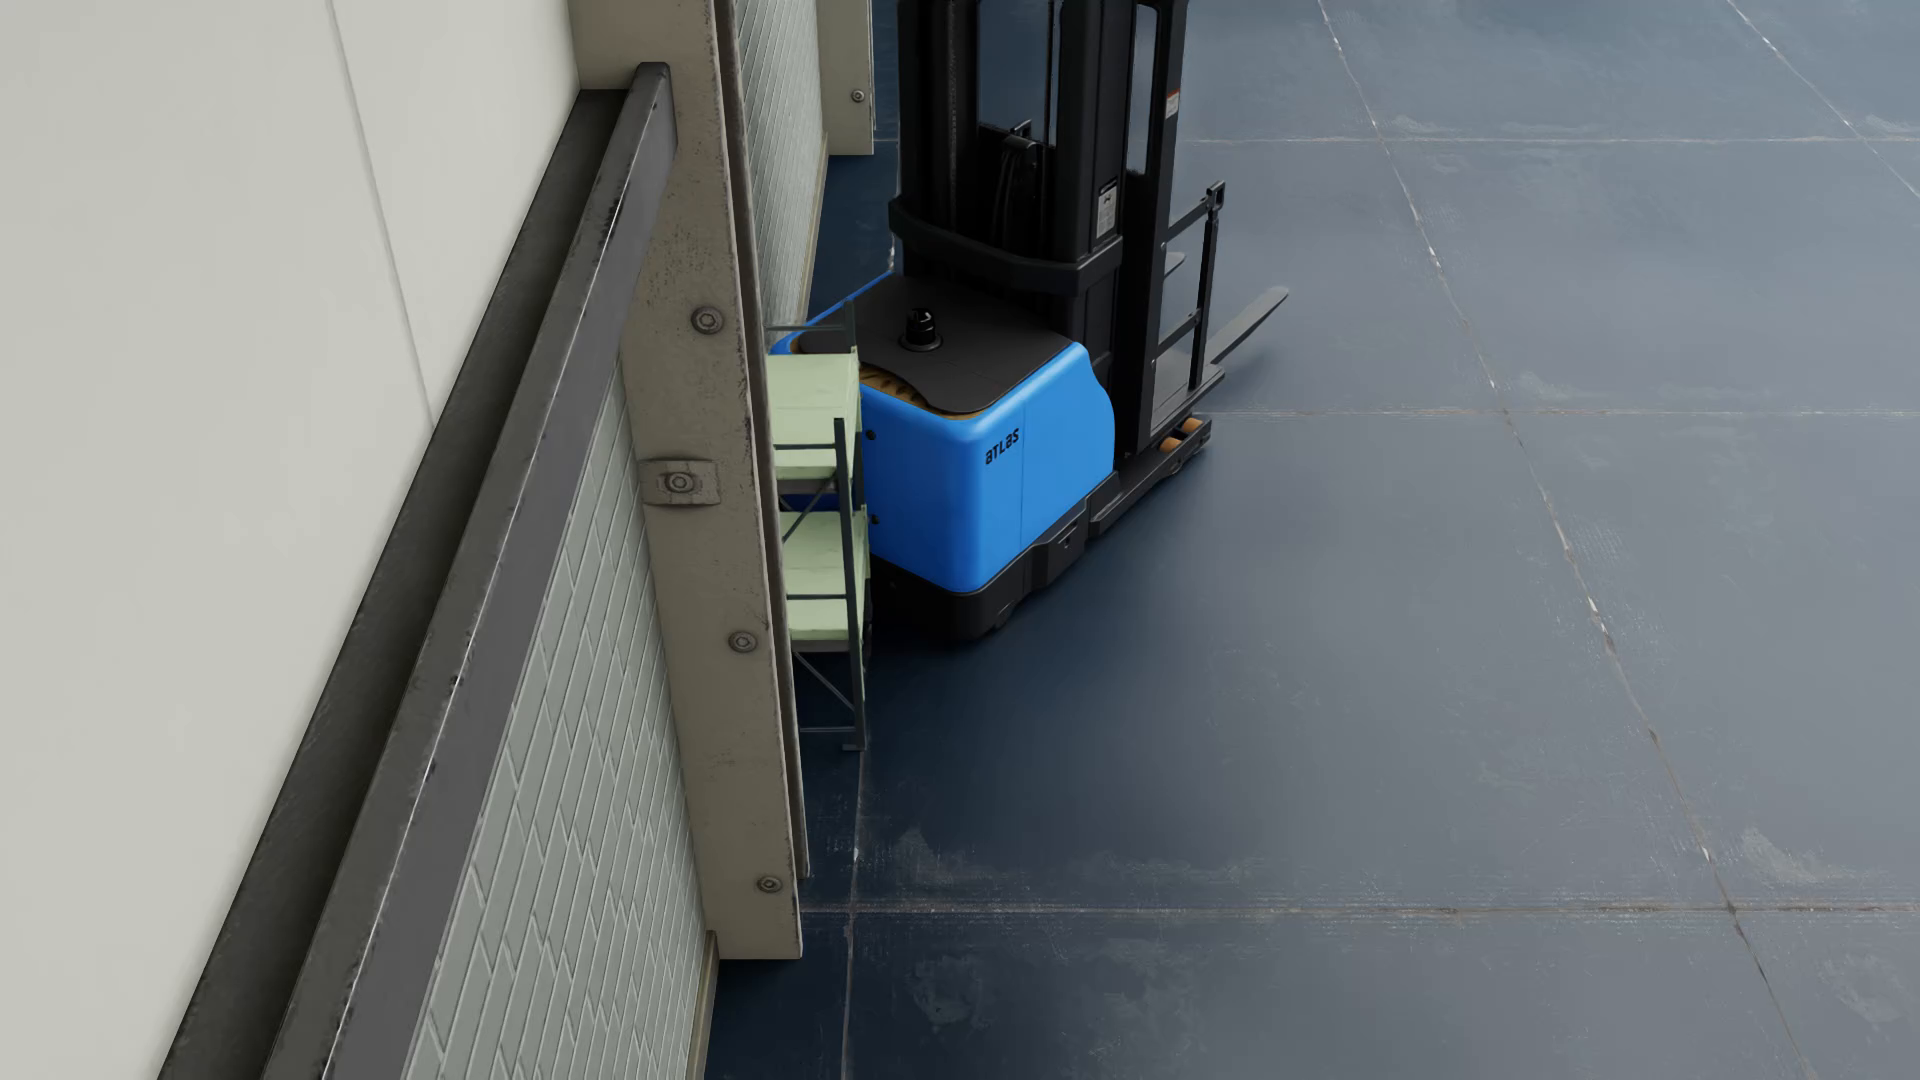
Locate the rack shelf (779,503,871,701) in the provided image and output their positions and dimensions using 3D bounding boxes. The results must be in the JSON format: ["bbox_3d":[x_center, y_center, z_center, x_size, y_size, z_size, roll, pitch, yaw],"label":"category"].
[{"bbox_3d":[-0.562,0.229,6.282,0.431,0.370,0.720,-1,39,0],"label":"rack shelf"}]

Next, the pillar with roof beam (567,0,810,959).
[{"bbox_3d":[3.624,-2.249,2.861,9.100,9.000,0.400,0,39,0],"label":"pillar with roof beam"}]

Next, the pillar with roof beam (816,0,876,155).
[{"bbox_3d":[3.617,-6.002,7.543,9.100,9.000,0.400,0,39,0],"label":"pillar with roof beam"}]

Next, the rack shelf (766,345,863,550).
[{"bbox_3d":[-0.571,-0.331,5.834,0.431,0.370,0.720,-1,39,0],"label":"rack shelf"}]

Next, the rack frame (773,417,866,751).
[{"bbox_3d":[-0.562,0.203,5.792,0.400,1.500,0.023,-1,39,0],"label":"rack frame"}]

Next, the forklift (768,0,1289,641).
[{"bbox_3d":[0.513,-1.613,6.919,1.130,2.935,3.031,25,45,28],"label":"forklift"}]

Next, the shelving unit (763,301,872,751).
[{"bbox_3d":[-0.566,-0.026,6.078,0.431,1.500,0.755,-1,39,0],"label":"shelving unit"}]

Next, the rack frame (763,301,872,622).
[{"bbox_3d":[-0.570,-0.255,6.364,0.400,1.500,0.023,-1,39,0],"label":"rack frame"}]
